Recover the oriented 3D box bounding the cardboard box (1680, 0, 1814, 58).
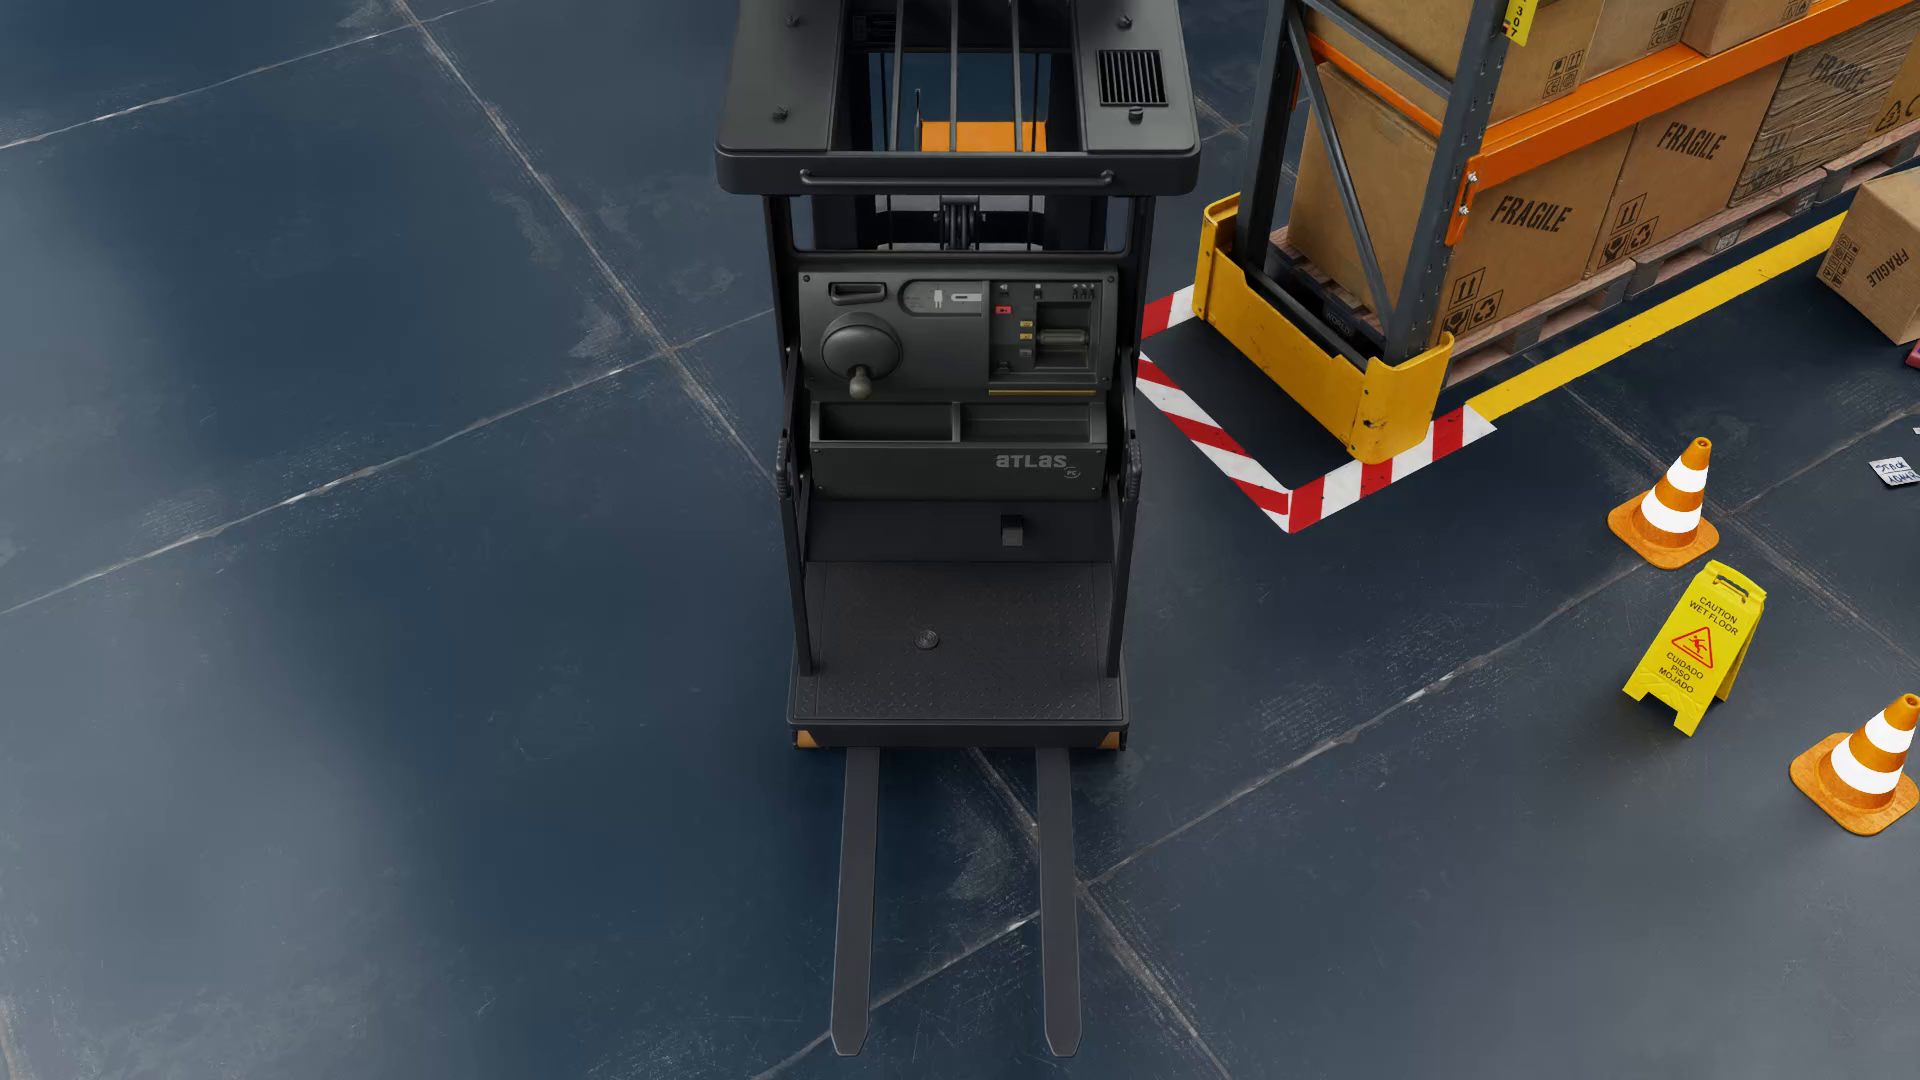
[{"bbox_3d":[2.731,-2.324,6.211,0.550,0.550,0.875,-25,53,-21],"label":"cardboard box"}]

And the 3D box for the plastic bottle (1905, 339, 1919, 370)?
[{"bbox_3d":[4.067,-0.721,6.851,0.283,0.061,0.133,30,55,24],"label":"plastic bottle"}]

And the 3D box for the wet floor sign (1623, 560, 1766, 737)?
[{"bbox_3d":[2.479,0.324,5.529,0.232,0.644,0.267,-34,57,-27],"label":"wet floor sign"}]

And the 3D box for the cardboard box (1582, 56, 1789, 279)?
[{"bbox_3d":[2.728,-1.818,7.002,0.875,0.875,0.875,-26,53,-21],"label":"cardboard box"}]

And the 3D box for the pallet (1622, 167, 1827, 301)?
[{"bbox_3d":[3.112,-1.645,7.573,1.213,0.211,1.003,-25,53,-21],"label":"pallet"}]

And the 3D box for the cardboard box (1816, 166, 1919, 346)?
[{"bbox_3d":[4.065,-1.217,6.998,0.500,0.500,0.500,-17,51,-15],"label":"cardboard box"}]

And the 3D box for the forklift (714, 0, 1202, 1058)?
[{"bbox_3d":[-0.003,-0.510,4.742,1.130,2.935,3.031,0,48,0],"label":"forklift"}]

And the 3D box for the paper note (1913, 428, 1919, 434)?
[{"bbox_3d":[3.869,-0.437,6.632,0.123,0.001,0.032,-2,48,-1],"label":"paper note"}]

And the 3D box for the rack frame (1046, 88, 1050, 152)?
[{"bbox_3d":[0.332,-1.175,6.493,0.015,1.200,0.240,0,48,0],"label":"rack frame"}]

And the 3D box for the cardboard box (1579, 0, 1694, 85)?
[{"bbox_3d":[2.190,-2.180,6.082,0.550,0.550,0.875,-25,53,-21],"label":"cardboard box"}]

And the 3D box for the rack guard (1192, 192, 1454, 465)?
[{"bbox_3d":[1.427,-0.880,6.699,0.348,0.500,1.175,-25,53,-21],"label":"rack guard"}]

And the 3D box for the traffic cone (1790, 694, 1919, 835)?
[{"bbox_3d":[2.969,0.657,5.355,0.334,0.463,0.336,-25,53,-21],"label":"traffic cone"}]

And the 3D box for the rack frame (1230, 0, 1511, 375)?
[{"bbox_3d":[1.447,-1.721,5.774,0.127,3.000,1.000,-25,53,-21],"label":"rack frame"}]

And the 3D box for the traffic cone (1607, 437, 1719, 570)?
[{"bbox_3d":[2.654,-0.192,6.111,0.334,0.463,0.336,-25,53,-21],"label":"traffic cone"}]

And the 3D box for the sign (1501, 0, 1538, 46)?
[{"bbox_3d":[1.738,-1.682,5.107,0.005,0.325,0.100,-25,53,-21],"label":"sign"}]

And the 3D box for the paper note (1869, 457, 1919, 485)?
[{"bbox_3d":[3.644,-0.269,6.470,0.142,0.017,0.144,-9,49,-8],"label":"paper note"}]

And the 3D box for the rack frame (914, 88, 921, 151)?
[{"bbox_3d":[-0.156,-1.177,6.494,0.015,1.200,0.240,0,48,0],"label":"rack frame"}]

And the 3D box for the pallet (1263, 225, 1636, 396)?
[{"bbox_3d":[2.082,-1.161,7.143,1.213,0.211,1.003,-25,53,-21],"label":"pallet"}]

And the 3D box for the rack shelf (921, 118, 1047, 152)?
[{"bbox_3d":[0.088,-1.437,6.200,0.480,0.148,0.258,0,48,0],"label":"rack shelf"}]

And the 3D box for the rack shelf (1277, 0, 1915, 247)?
[{"bbox_3d":[3.139,-2.278,6.752,4.000,0.370,1.077,-25,53,-21],"label":"rack shelf"}]

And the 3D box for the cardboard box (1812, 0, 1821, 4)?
[{"bbox_3d":[3.157,-2.561,6.422,0.500,0.550,0.875,-25,53,-21],"label":"cardboard box"}]

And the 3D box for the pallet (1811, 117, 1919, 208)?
[{"bbox_3d":[4.145,-2.134,8.009,1.213,0.211,1.003,-25,53,-21],"label":"pallet"}]

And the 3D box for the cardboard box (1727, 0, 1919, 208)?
[{"bbox_3d":[3.500,-2.180,7.324,0.875,0.875,0.875,-25,53,-21],"label":"cardboard box"}]

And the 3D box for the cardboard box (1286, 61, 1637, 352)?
[{"bbox_3d":[1.985,-1.466,6.688,0.875,0.875,0.875,-25,53,-21],"label":"cardboard box"}]

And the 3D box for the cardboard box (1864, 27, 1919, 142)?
[{"bbox_3d":[4.261,-2.541,7.646,0.875,0.875,0.875,-24,53,-20],"label":"cardboard box"}]

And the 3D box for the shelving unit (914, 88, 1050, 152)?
[{"bbox_3d":[0.088,-1.176,6.494,0.503,1.200,0.258,0,48,0],"label":"shelving unit"}]

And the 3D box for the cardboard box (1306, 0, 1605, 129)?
[{"bbox_3d":[1.737,-1.947,5.875,0.550,0.550,0.875,-25,53,-21],"label":"cardboard box"}]
